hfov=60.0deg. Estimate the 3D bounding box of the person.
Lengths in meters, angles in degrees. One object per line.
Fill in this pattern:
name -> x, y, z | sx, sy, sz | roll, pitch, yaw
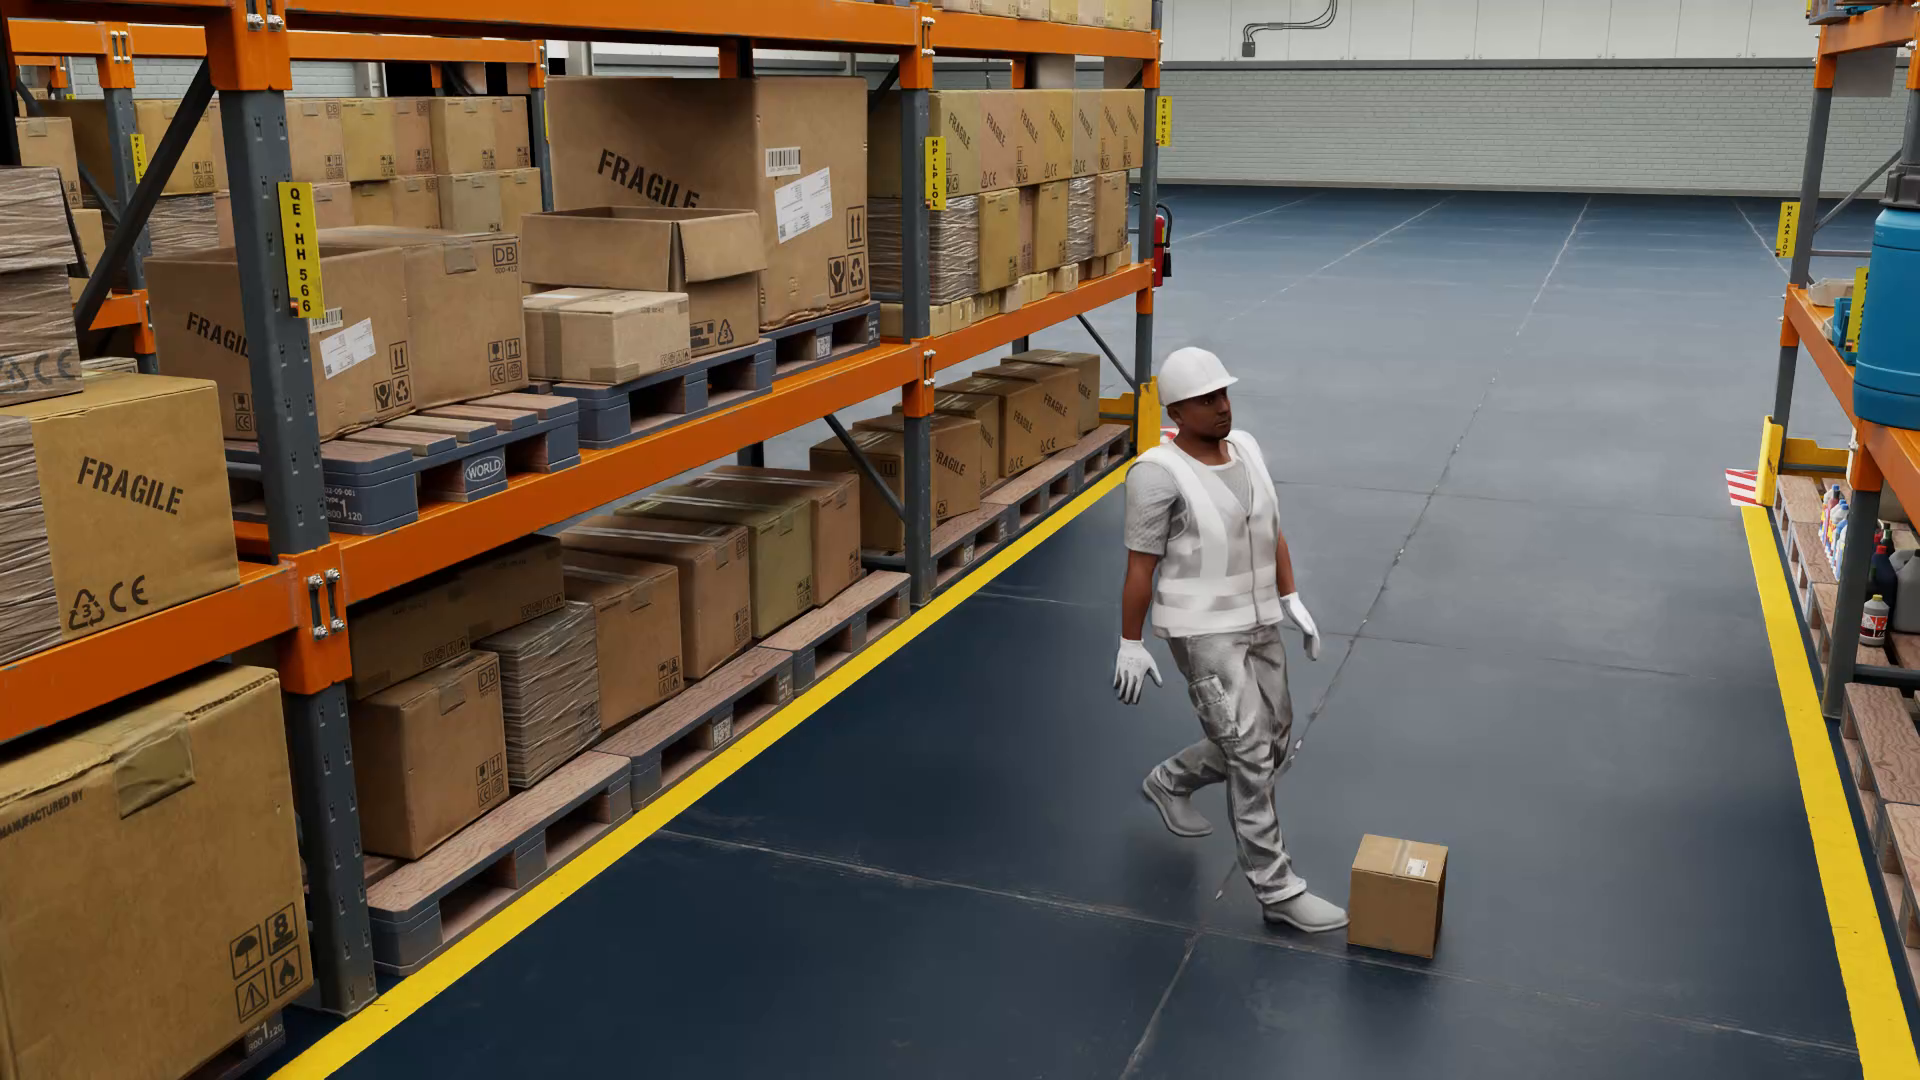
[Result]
person -> 0.877, 0.283, 5.068 | 0.620, 1.717, 0.922 | -13, 20, -39
